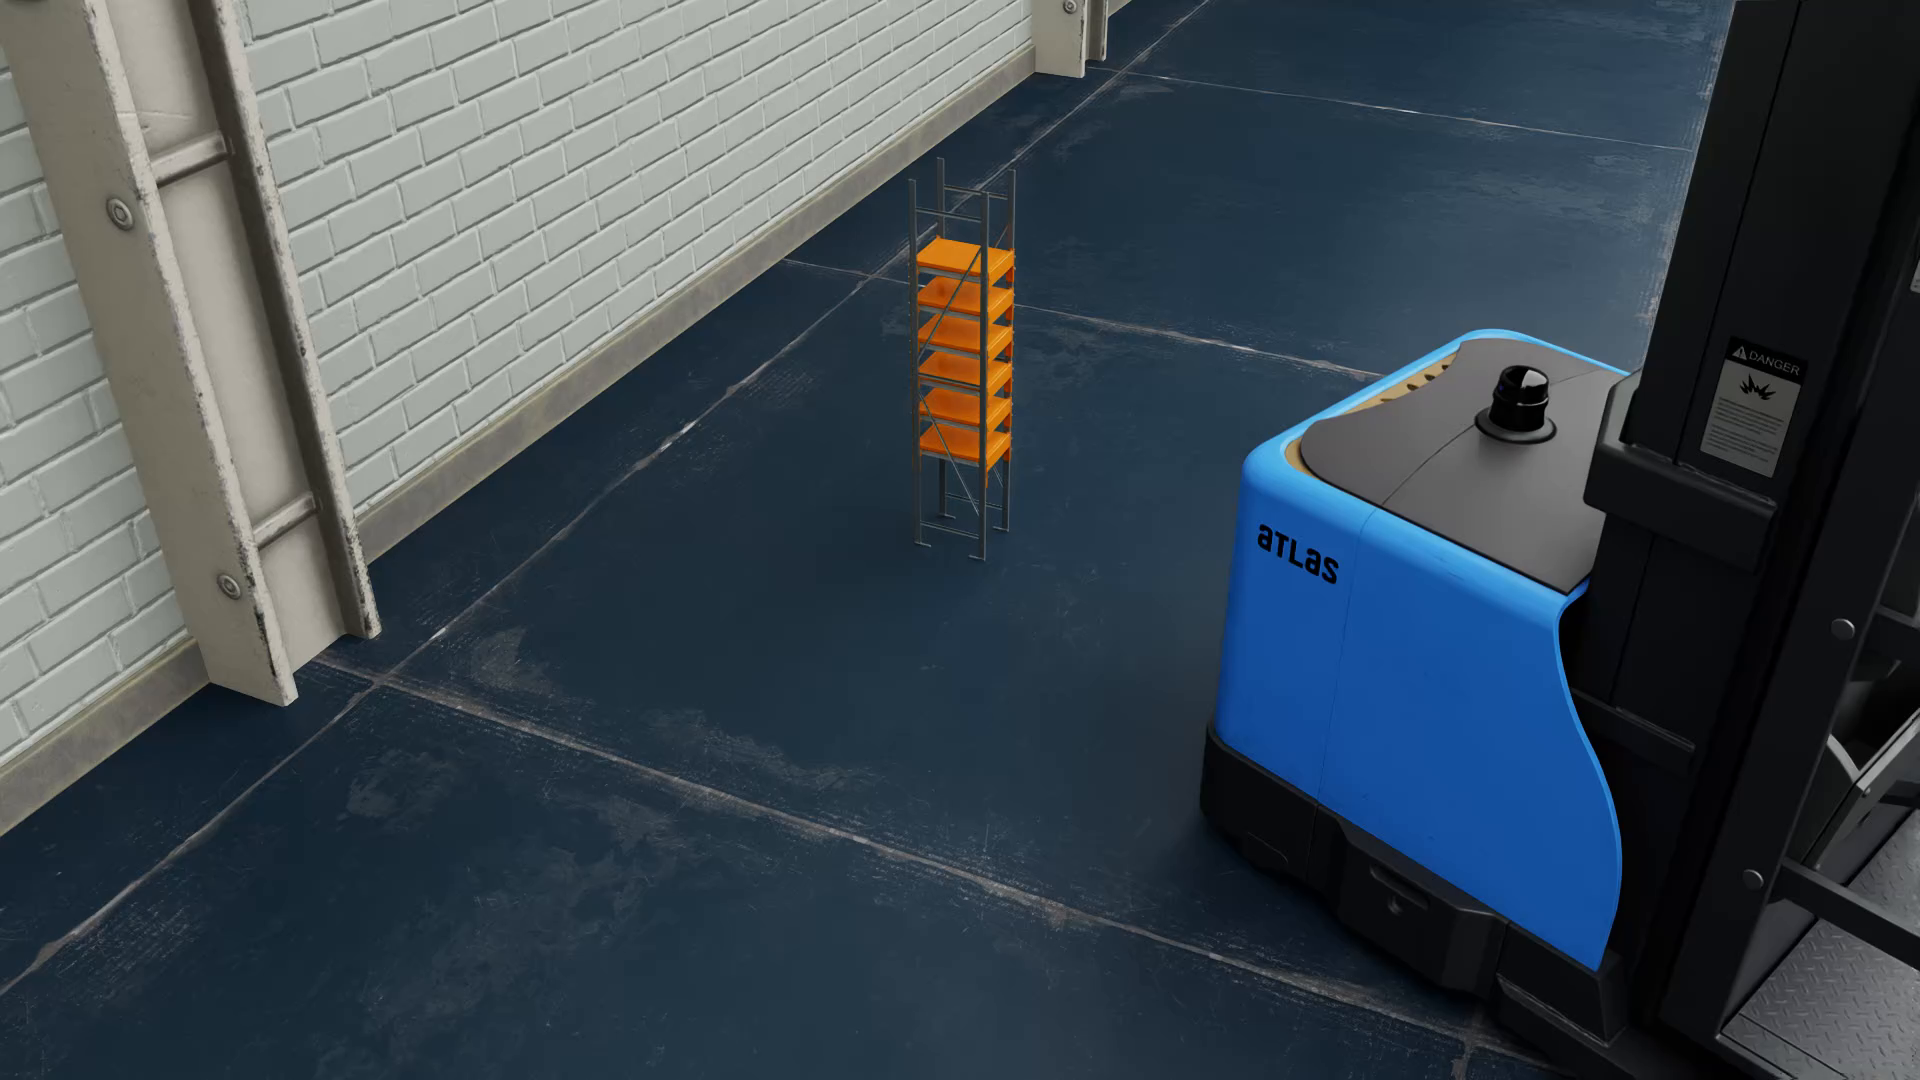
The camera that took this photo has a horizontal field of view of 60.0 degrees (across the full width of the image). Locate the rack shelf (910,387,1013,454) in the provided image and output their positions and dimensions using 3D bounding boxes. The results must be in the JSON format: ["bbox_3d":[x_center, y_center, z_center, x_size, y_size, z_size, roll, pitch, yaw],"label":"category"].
[{"bbox_3d":[0.006,-0.371,5.022,0.258,0.103,0.180,14,36,20],"label":"rack shelf"}]

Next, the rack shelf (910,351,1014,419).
[{"bbox_3d":[0.006,-0.472,4.956,0.258,0.103,0.180,14,36,20],"label":"rack shelf"}]

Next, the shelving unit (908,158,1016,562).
[{"bbox_3d":[0.006,-0.509,4.932,0.258,1.200,0.189,14,36,20],"label":"shelving unit"}]

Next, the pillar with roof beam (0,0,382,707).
[{"bbox_3d":[2.005,-2.452,0.783,9.100,9.000,0.400,14,36,20],"label":"pillar with roof beam"}]

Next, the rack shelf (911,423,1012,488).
[{"bbox_3d":[0.006,-0.271,5.088,0.258,0.103,0.180,14,36,20],"label":"rack shelf"}]

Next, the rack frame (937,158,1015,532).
[{"bbox_3d":[0.044,-0.555,5.001,0.240,1.200,0.006,14,36,20],"label":"rack frame"}]

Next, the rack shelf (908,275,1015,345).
[{"bbox_3d":[0.006,-0.673,4.825,0.258,0.103,0.180,14,36,20],"label":"rack shelf"}]

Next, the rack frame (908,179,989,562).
[{"bbox_3d":[-0.032,-0.463,4.862,0.240,1.200,0.006,14,36,20],"label":"rack frame"}]

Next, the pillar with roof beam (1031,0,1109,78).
[{"bbox_3d":[4.515,-5.440,5.340,9.100,9.000,0.400,14,36,20],"label":"pillar with roof beam"}]

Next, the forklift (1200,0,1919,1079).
[{"bbox_3d":[1.965,-0.102,2.732,1.130,2.935,3.031,-27,42,-35],"label":"forklift"}]

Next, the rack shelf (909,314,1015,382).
[{"bbox_3d":[0.006,-0.572,4.891,0.258,0.103,0.180,14,36,20],"label":"rack shelf"}]

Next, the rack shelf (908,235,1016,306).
[{"bbox_3d":[0.006,-0.773,4.759,0.258,0.103,0.180,14,36,20],"label":"rack shelf"}]
